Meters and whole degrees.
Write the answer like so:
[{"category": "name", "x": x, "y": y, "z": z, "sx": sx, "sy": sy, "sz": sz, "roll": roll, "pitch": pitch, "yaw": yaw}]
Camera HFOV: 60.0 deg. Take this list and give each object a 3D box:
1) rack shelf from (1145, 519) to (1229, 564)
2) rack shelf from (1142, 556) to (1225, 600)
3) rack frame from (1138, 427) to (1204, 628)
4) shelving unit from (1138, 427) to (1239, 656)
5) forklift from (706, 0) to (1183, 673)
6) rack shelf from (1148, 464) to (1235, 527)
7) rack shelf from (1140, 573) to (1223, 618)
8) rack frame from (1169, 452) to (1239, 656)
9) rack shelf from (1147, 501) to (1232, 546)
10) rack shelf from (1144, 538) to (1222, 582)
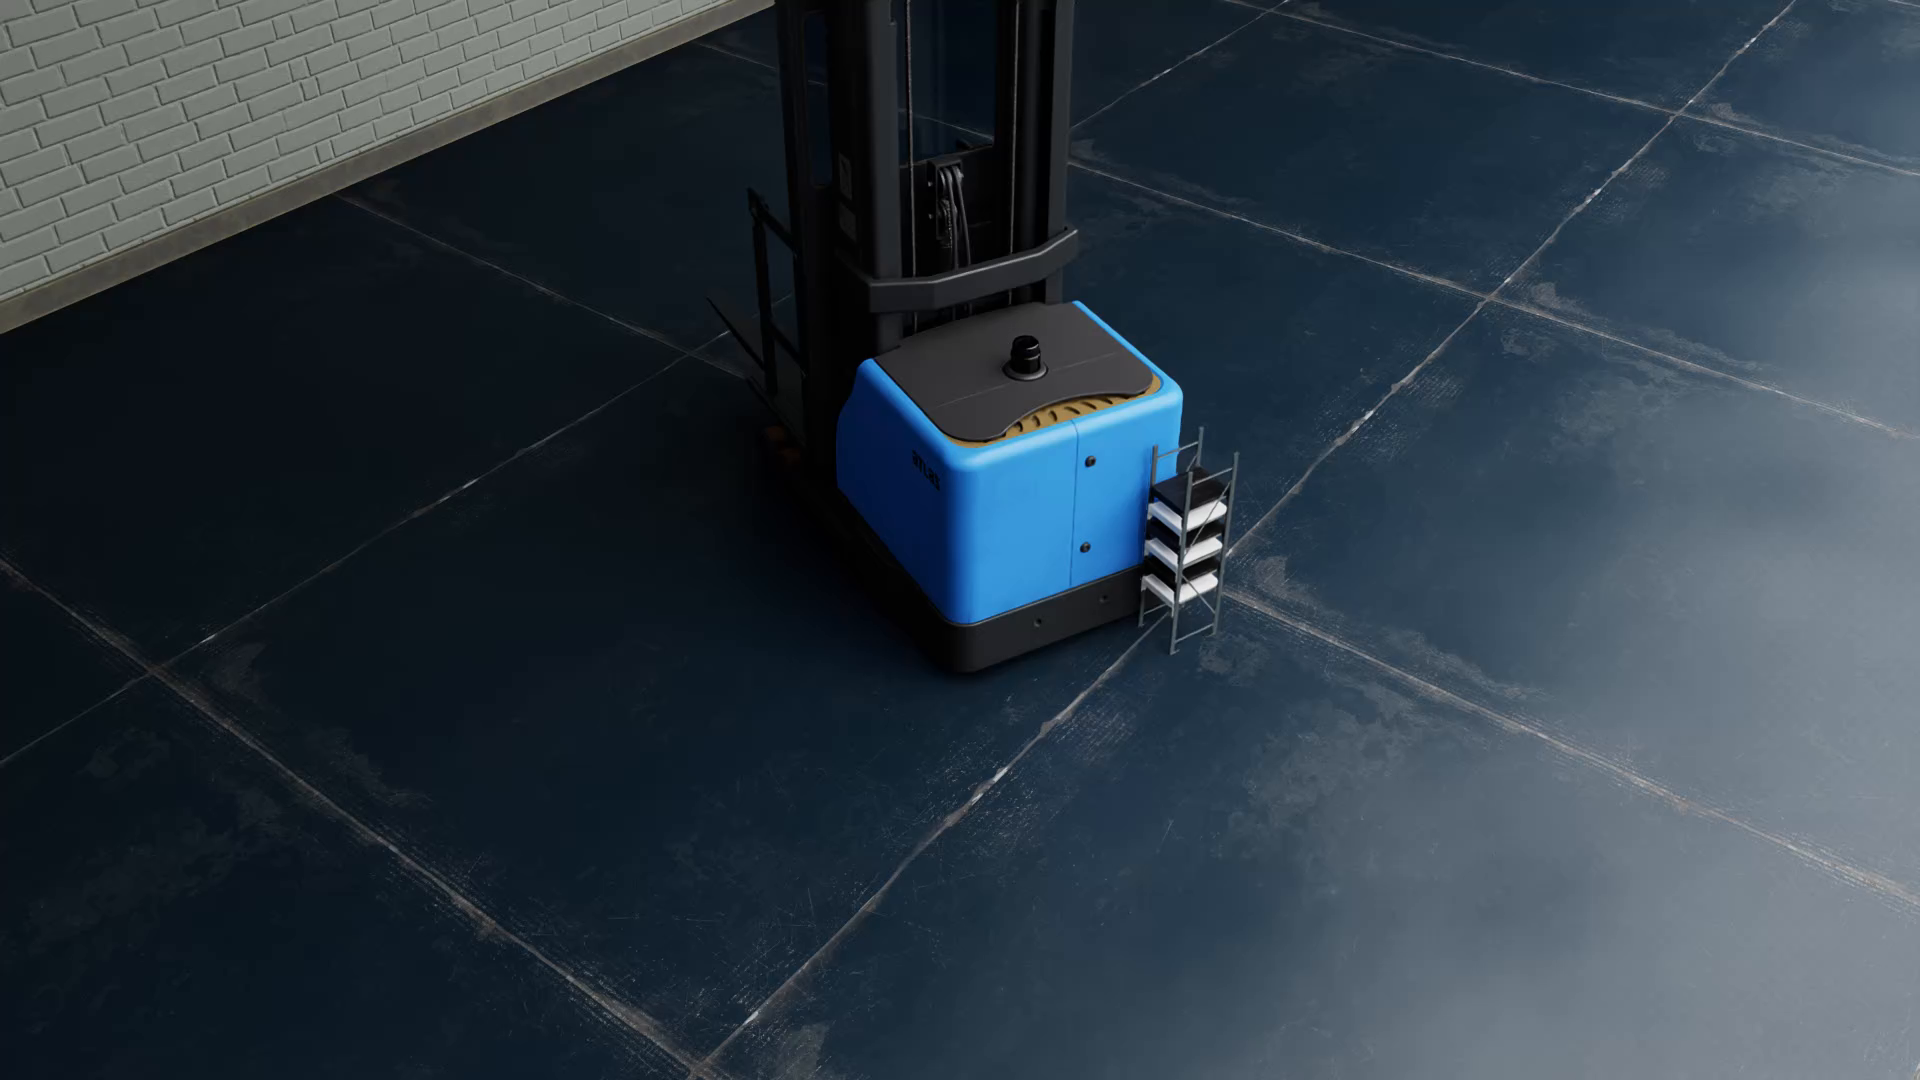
[{"category": "rack shelf", "x": 0.883, "y": -0.029, "z": 6.465, "sx": 0.258, "sy": 0.077, "sz": 0.200, "roll": -22, "pitch": 43, "yaw": -25}, {"category": "rack shelf", "x": 0.883, "y": 0.113, "z": 6.576, "sx": 0.258, "sy": 0.077, "sz": 0.200, "roll": -22, "pitch": 43, "yaw": -25}, {"category": "rack frame", "x": 0.827, "y": -0.037, "z": 6.567, "sx": 0.240, "sy": 0.900, "sz": 0.006, "roll": -22, "pitch": 43, "yaw": -25}, {"category": "shelving unit", "x": 0.883, "y": 0.015, "z": 6.500, "sx": 0.258, "sy": 0.900, "sz": 0.210, "roll": -22, "pitch": 43, "yaw": -25}, {"category": "forklift", "x": -0.285, "y": -1.532, "z": 6.829, "sx": 1.130, "sy": 2.935, "sz": 3.031, "roll": -18, "pitch": 42, "yaw": -22}, {"category": "rack shelf", "x": 0.883, "y": -0.171, "z": 6.354, "sx": 0.258, "sy": 0.077, "sz": 0.200, "roll": -22, "pitch": 43, "yaw": -25}, {"category": "rack shelf", "x": 0.883, "y": 0.183, "z": 6.632, "sx": 0.258, "sy": 0.077, "sz": 0.200, "roll": -22, "pitch": 43, "yaw": -25}, {"category": "rack frame", "x": 0.938, "y": 0.068, "z": 6.433, "sx": 0.240, "sy": 0.900, "sz": 0.006, "roll": -22, "pitch": 43, "yaw": -25}, {"category": "rack shelf", "x": 0.883, "y": -0.100, "z": 6.410, "sx": 0.258, "sy": 0.077, "sz": 0.200, "roll": -22, "pitch": 43, "yaw": -25}, {"category": "rack shelf", "x": 0.883, "y": 0.042, "z": 6.521, "sx": 0.258, "sy": 0.077, "sz": 0.200, "roll": -22, "pitch": 43, "yaw": -25}]
